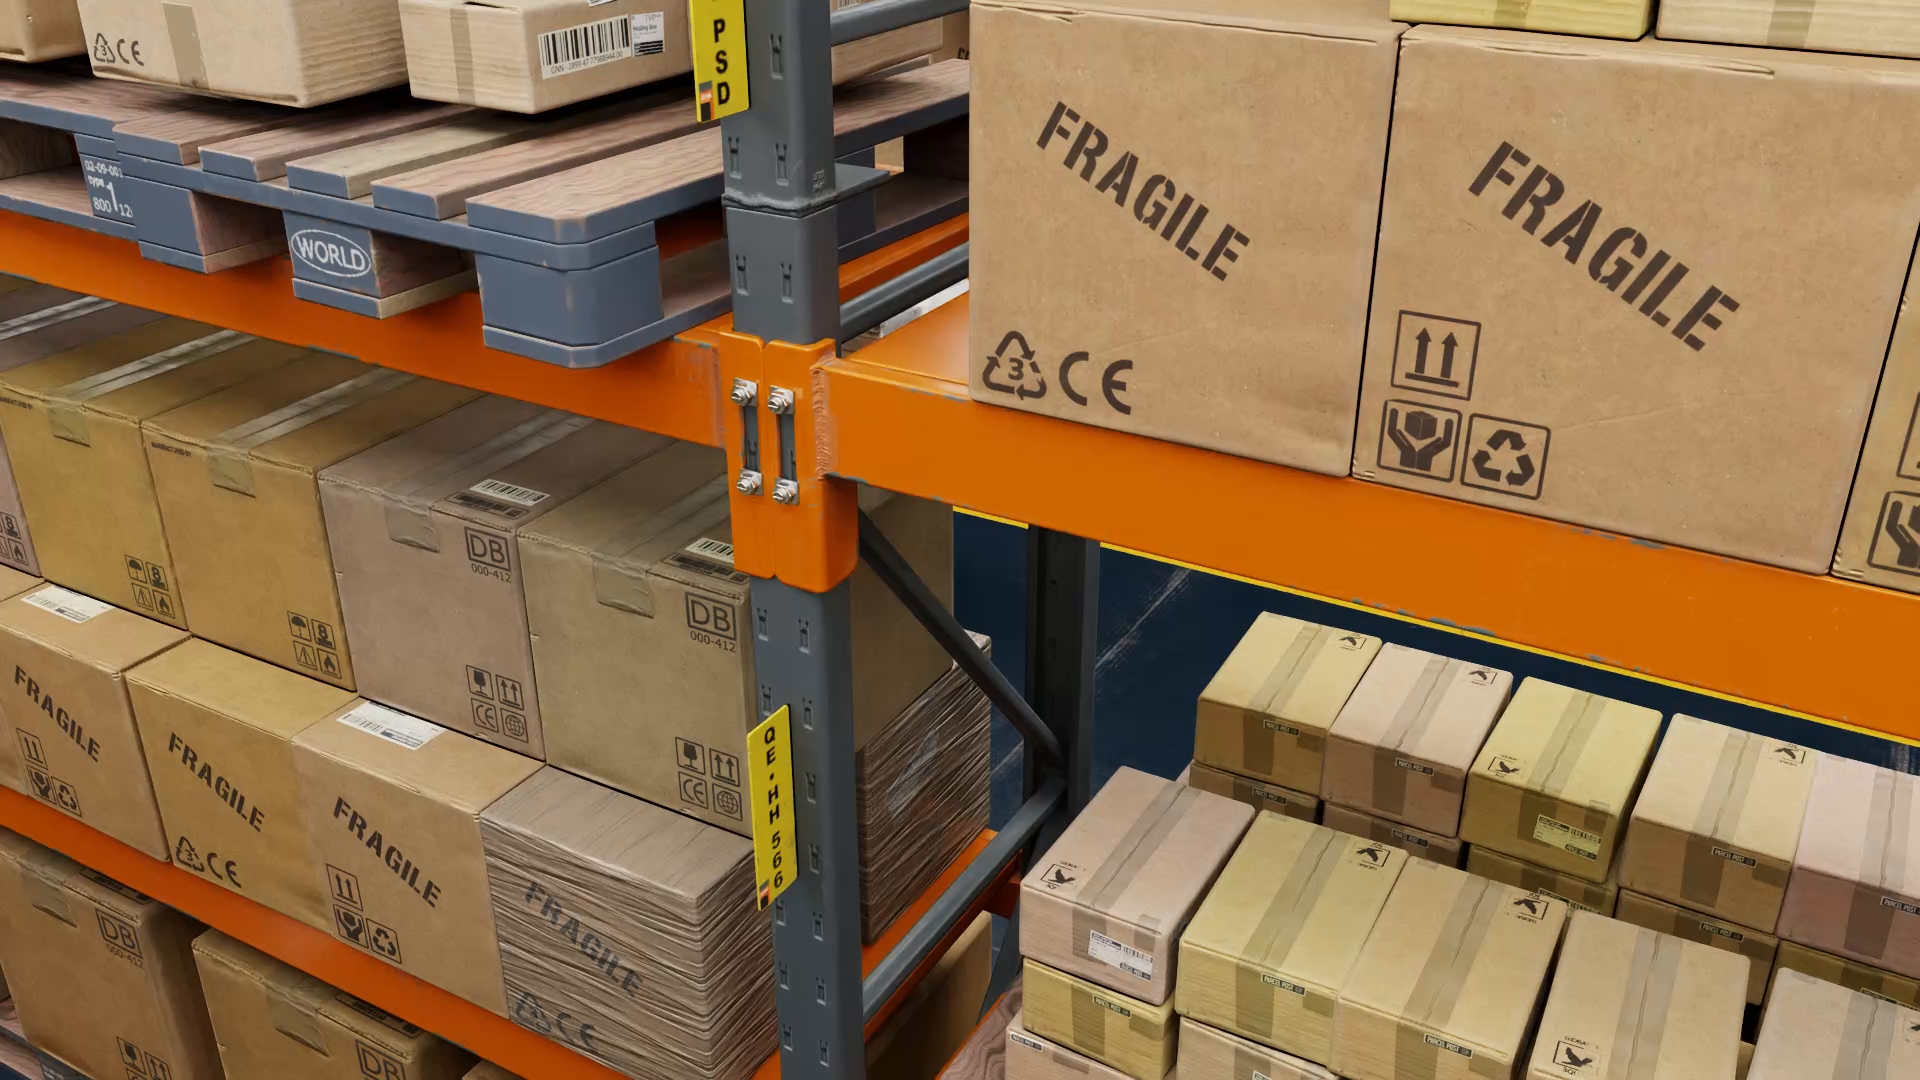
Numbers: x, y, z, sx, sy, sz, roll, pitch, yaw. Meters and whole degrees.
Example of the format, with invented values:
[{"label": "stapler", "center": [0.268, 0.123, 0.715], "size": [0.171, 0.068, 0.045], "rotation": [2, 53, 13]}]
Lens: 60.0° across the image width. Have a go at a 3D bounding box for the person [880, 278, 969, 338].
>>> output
[{"label": "person", "center": [-0.219, -0.623, 7.324], "size": [0.585, 1.764, 0.587], "rotation": [23, 34, 38]}]
